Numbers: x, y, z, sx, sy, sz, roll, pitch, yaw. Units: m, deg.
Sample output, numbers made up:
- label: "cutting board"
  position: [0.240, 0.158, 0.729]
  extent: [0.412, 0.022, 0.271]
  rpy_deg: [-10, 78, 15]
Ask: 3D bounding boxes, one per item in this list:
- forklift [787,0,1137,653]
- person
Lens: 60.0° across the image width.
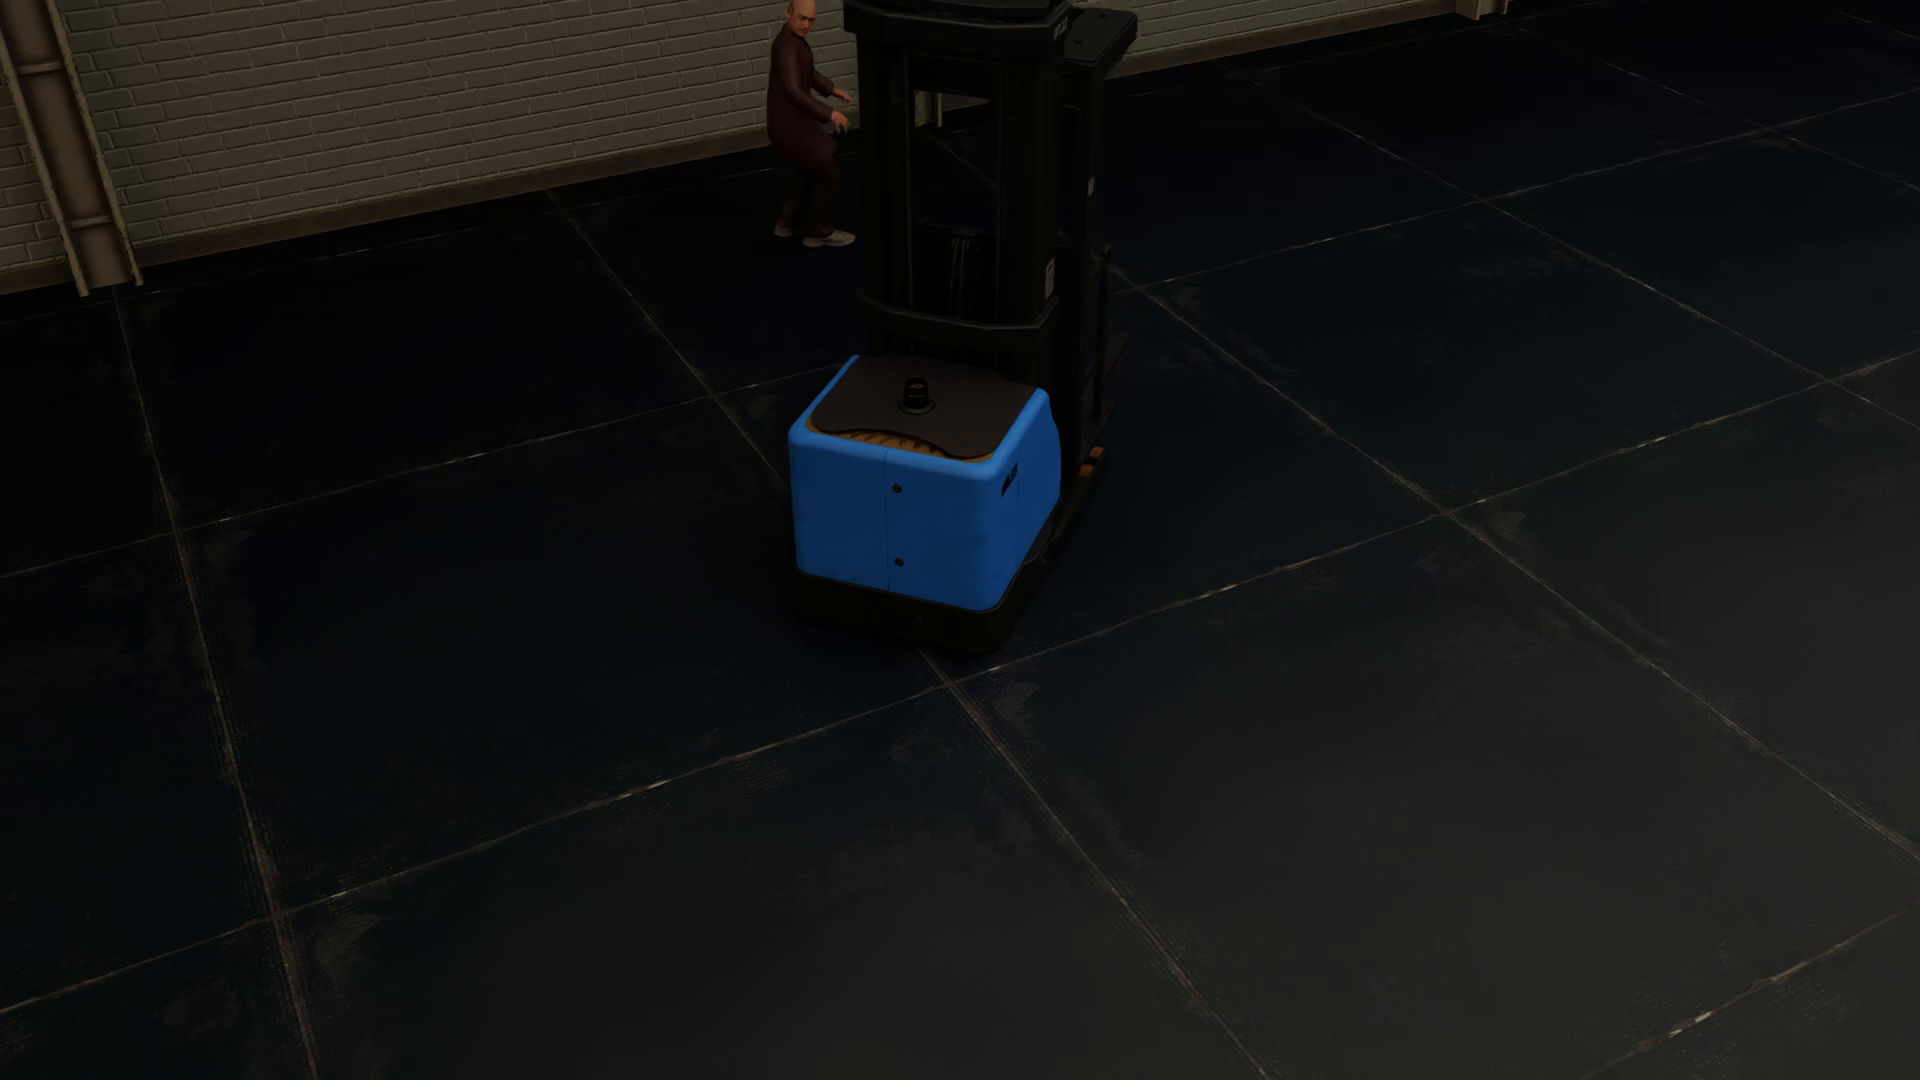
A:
- label: "forklift"
  position: [0.183, -1.515, 8.266]
  extent: [1.130, 2.935, 3.031]
  rpy_deg: [12, 37, 16]
- label: "person"
  position: [-0.976, -2.785, 11.160]
  extent: [0.644, 1.737, 0.829]
  rpy_deg: [-9, 36, -12]
